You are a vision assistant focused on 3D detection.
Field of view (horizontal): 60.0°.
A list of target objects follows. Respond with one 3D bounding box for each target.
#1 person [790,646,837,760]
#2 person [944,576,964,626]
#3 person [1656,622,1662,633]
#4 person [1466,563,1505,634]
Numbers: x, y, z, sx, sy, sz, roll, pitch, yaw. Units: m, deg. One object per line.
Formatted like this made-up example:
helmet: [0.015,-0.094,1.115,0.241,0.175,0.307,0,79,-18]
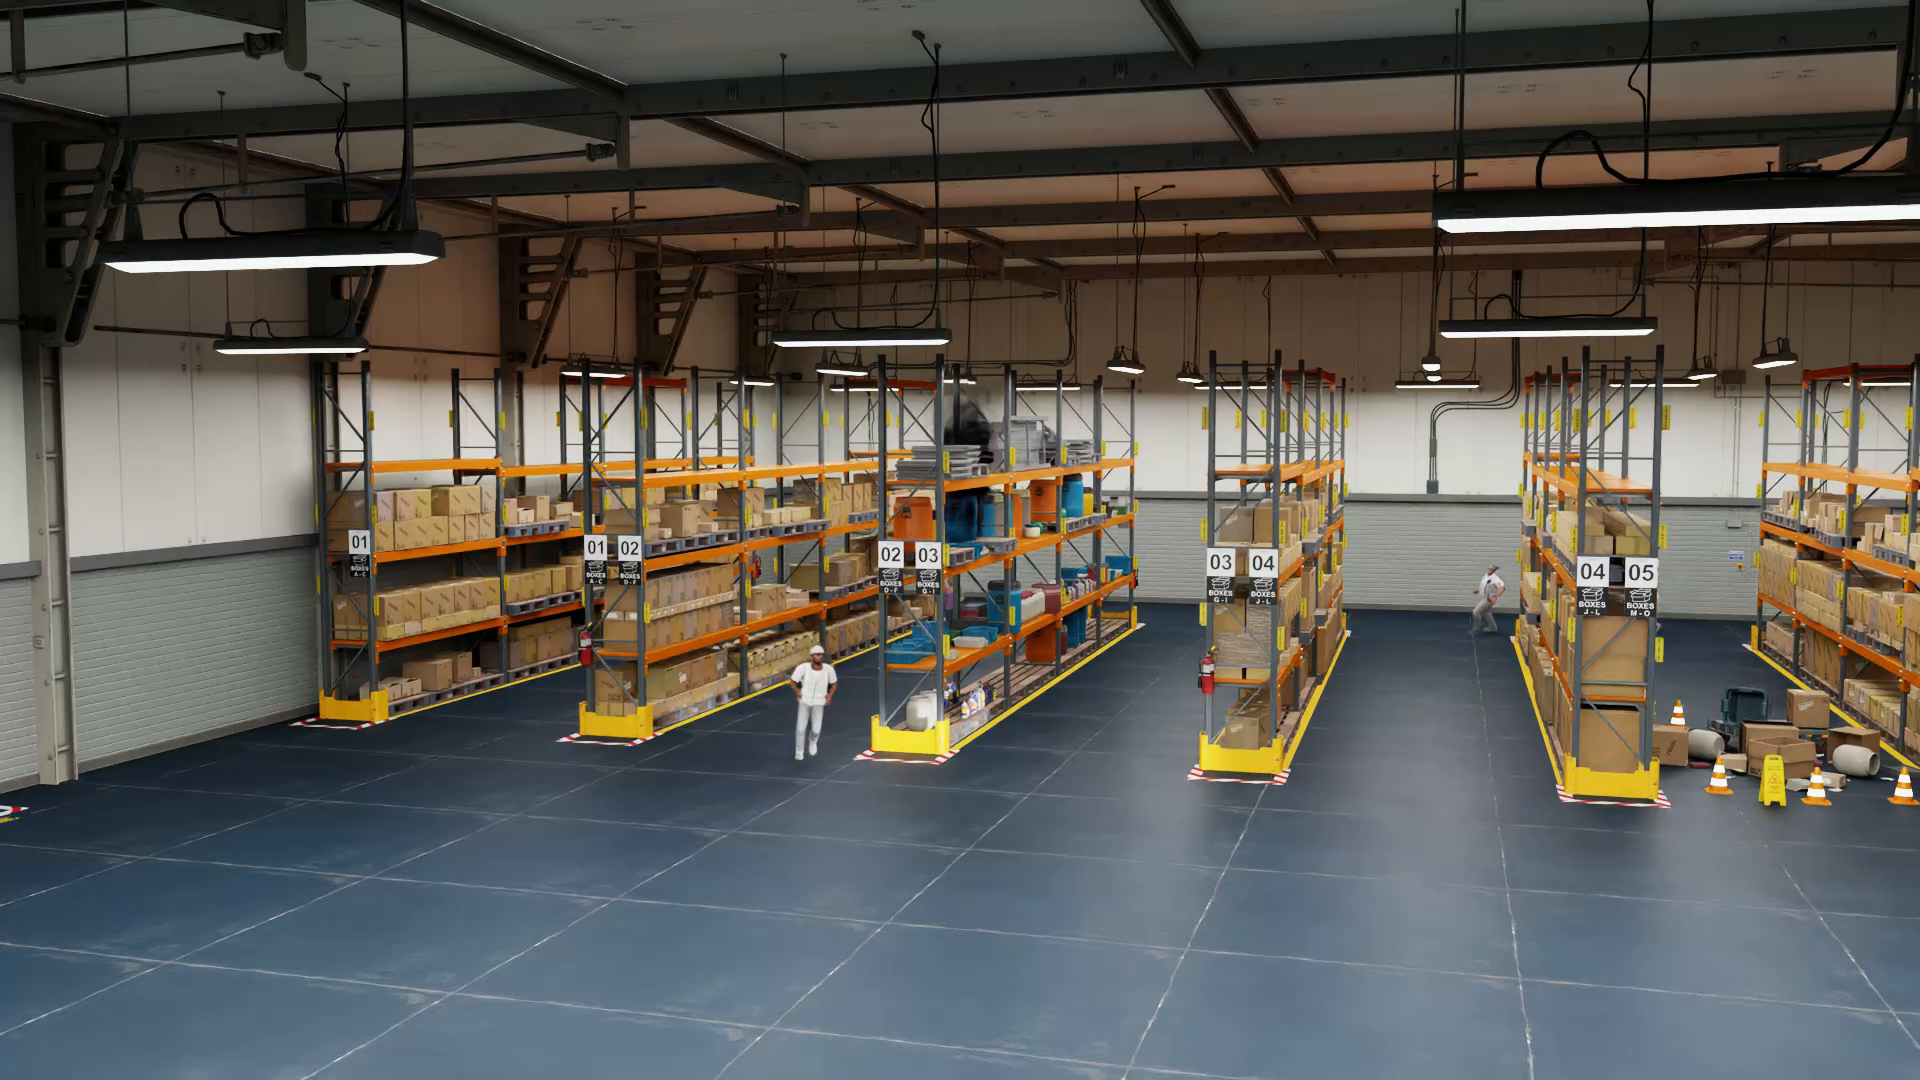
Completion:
person: [-2.154,2.395,24.481,0.701,1.687,0.552,0,4,-6]
person: [-0.173,1.566,37.192,0.546,1.585,0.661,1,4,14]
person: [15.703,1.395,38.300,0.789,1.749,0.685,1,4,16]
person: [12.319,1.388,39.028,0.807,1.744,0.803,1,4,11]
